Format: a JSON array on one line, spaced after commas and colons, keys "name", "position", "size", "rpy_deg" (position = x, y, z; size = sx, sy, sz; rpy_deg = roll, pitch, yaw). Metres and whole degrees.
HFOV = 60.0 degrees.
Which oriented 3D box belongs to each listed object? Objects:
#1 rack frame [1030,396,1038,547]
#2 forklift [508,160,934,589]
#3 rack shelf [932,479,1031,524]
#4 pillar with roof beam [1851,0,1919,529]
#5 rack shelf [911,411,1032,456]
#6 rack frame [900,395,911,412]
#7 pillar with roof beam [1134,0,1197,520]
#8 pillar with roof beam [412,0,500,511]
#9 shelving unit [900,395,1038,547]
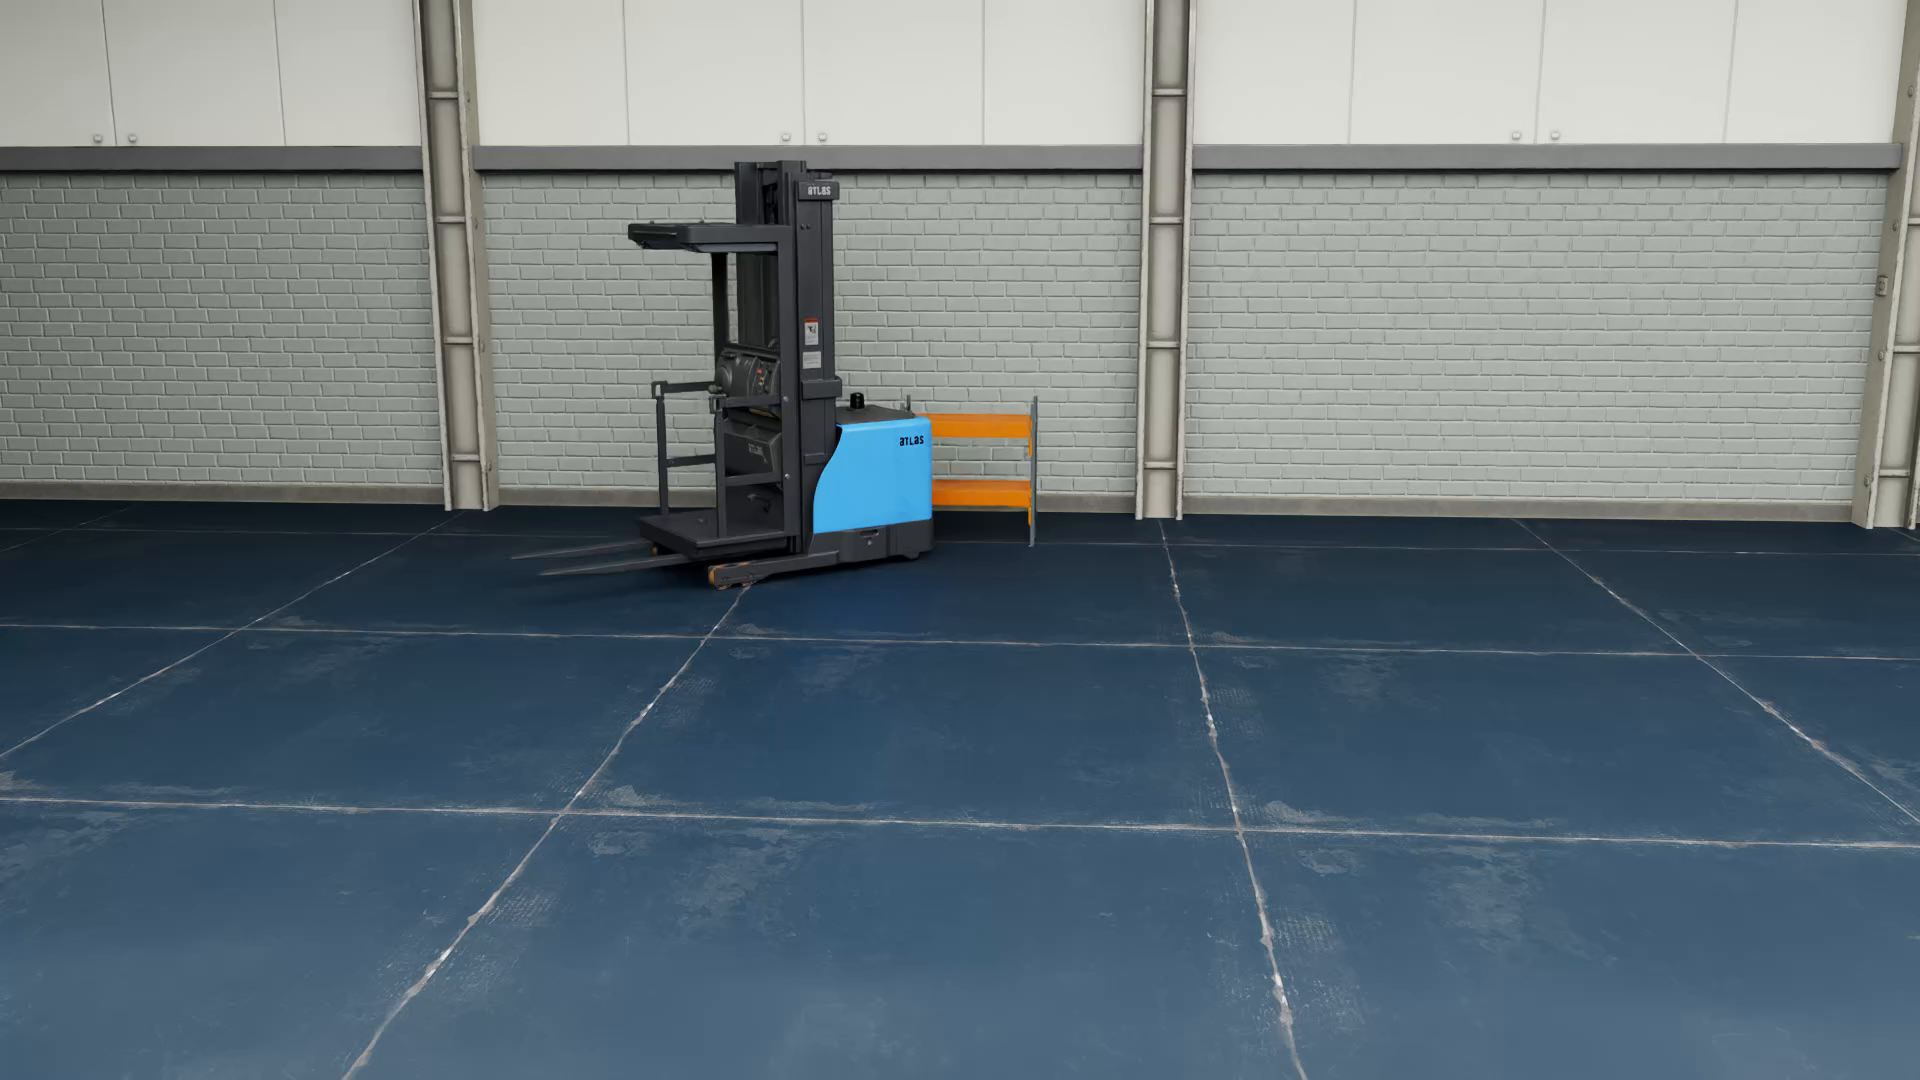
[{"name": "rack frame", "position": [0.584, -0.550, 13.148], "size": [0.032, 1.125, 0.500], "rpy_deg": [1, 12, 5]}, {"name": "forklift", "position": [-1.709, -1.212, 11.904], "size": [3.031, 2.935, 1.130], "rpy_deg": [-8, 14, -33]}, {"name": "rack shelf", "position": [0.077, -0.319, 13.239], "size": [1.000, 0.278, 0.538], "rpy_deg": [1, 12, 5]}, {"name": "pillar with roof beam", "position": [7.397, -3.649, 8.732], "size": [0.400, 9.000, 9.100], "rpy_deg": [1, 12, 4]}, {"name": "rack shelf", "position": [0.077, -0.845, 13.129], "size": [1.000, 0.278, 0.538], "rpy_deg": [1, 12, 5]}, {"name": "rack frame", "position": [-0.429, -0.567, 13.230], "size": [0.032, 1.125, 0.500], "rpy_deg": [1, 12, 5]}, {"name": "pillar with roof beam", "position": [1.410, -3.731, 9.125], "size": [0.400, 9.000, 9.100], "rpy_deg": [1, 12, 4]}, {"name": "pillar with roof beam", "position": [-4.577, -3.813, 9.517], "size": [0.400, 9.000, 9.100], "rpy_deg": [1, 12, 4]}, {"name": "shelving unit", "position": [0.077, -0.558, 13.189], "size": [1.048, 1.125, 0.538], "rpy_deg": [1, 12, 5]}]
